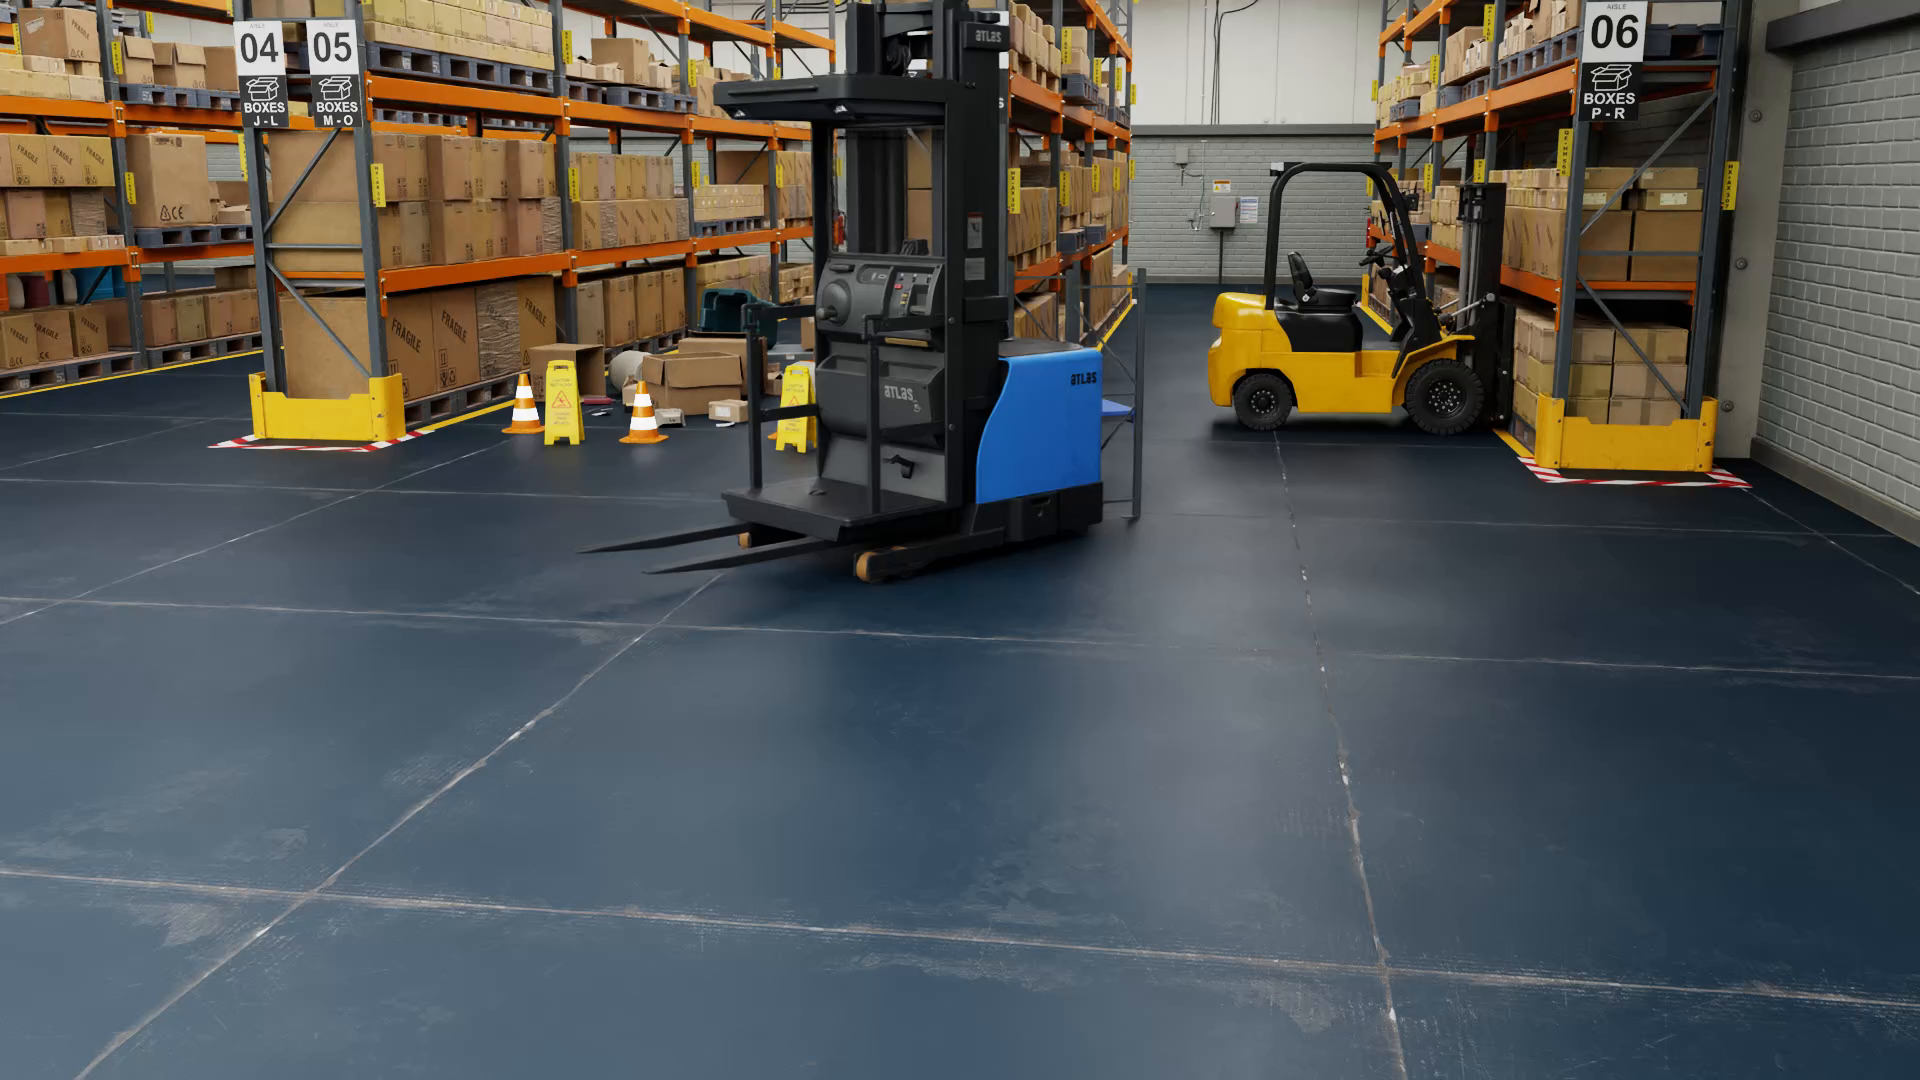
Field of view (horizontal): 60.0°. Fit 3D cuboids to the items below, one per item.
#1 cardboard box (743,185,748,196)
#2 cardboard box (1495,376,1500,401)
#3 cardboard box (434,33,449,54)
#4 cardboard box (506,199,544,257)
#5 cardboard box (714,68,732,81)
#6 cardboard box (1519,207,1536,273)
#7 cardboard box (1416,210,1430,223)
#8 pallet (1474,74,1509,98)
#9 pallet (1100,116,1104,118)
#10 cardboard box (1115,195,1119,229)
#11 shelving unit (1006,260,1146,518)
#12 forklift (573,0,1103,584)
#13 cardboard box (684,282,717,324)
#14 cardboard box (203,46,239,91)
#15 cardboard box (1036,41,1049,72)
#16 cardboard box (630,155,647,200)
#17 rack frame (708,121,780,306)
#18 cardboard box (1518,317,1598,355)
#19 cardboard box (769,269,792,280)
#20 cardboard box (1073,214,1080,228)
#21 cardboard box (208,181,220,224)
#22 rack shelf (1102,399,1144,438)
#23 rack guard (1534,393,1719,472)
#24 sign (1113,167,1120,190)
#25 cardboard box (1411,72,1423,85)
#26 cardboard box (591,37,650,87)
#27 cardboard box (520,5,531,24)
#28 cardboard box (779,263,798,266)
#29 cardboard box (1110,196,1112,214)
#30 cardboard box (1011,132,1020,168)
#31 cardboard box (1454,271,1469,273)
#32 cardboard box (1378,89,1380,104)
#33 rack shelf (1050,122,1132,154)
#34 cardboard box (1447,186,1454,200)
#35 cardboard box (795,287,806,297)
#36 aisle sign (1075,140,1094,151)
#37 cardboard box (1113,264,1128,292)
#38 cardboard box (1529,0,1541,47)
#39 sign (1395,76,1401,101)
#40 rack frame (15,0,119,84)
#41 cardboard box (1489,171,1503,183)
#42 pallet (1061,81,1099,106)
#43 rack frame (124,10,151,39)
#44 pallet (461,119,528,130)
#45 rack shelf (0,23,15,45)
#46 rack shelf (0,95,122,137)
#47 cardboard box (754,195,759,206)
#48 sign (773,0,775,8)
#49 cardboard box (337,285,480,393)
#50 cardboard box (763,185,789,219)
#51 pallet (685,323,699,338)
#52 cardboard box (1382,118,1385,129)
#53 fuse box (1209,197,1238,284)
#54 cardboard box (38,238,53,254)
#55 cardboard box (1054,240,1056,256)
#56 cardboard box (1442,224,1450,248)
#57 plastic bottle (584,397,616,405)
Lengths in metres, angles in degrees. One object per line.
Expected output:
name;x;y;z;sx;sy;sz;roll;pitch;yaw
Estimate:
cardboard box;-3.196;-4.919;23.387;0.380;0.149;0.250;2;12;8
cardboard box;4.751;-1.288;13.880;0.500;0.250;0.500;2;12;10
cardboard box;-4.526;-4.171;13.971;0.380;0.149;0.250;2;12;9
cardboard box;-4.542;-3.016;16.012;0.875;0.550;0.550;2;12;9
cardboard box;-3.572;-6.205;22.804;0.797;0.503;0.637;2;12;8
cardboard box;4.745;-2.377;13.166;0.500;0.500;0.500;2;12;8
cardboard box;5.714;-3.900;20.069;0.380;0.149;0.250;2;12;10
pallet;5.500;-4.392;16.089;0.805;0.209;1.217;1;12;6
pallet;1.302;-5.571;21.552;1.003;0.211;1.213;2;12;11
cardboard box;2.114;-4.904;24.890;0.500;0.500;0.500;2;12;9
shelving unit;0.700;-0.962;10.395;0.538;1.500;1.048;-4;13;-18
forklift;-0.585;-1.332;8.715;3.031;2.935;1.130;-11;17;-42
cardboard box;-3.459;-3.090;21.648;0.500;0.500;0.500;1;12;6
cardboard box;-8.691;-5.592;19.777;0.500;0.500;0.500;2;12;10
cardboard box;0.500;-4.223;14.497;0.500;0.250;0.500;2;12;8
cardboard box;-4.052;-4.200;19.251;0.700;0.500;0.500;2;12;8
rack frame;-3.205;-4.800;24.648;1.000;3.000;0.127;2;12;9
cardboard box;4.597;-1.565;12.793;0.500;0.250;0.500;2;12;10
cardboard box;-2.838;-4.132;25.907;0.380;0.149;0.250;2;12;7
cardboard box;1.097;-3.453;17.997;0.380;0.149;0.250;2;12;11
cardboard box;-9.145;-3.936;19.397;0.797;0.503;0.637;3;13;14
rack shelf;0.700;-0.786;10.433;0.538;0.185;1.000;-4;13;-18
rack guard;4.758;-0.776;11.907;1.175;0.500;0.348;2;12;9
sign;2.240;-5.173;23.815;0.100;0.325;0.005;2;12;9
cardboard box;5.949;-5.874;21.164;0.380;0.149;0.250;2;12;9
cardboard box;-3.811;-5.366;18.681;0.500;0.500;0.500;2;12;9
cardboard box;-4.255;-4.931;15.604;0.380;0.149;0.250;2;12;9
cardboard box;-2.929;-4.576;27.965;0.380;0.149;0.250;2;12;10
cardboard box;1.874;-4.732;23.502;0.500;0.250;0.500;2;12;9
cardboard box;0.190;-3.594;15.734;0.700;0.500;0.500;2;12;8
cardboard box;6.610;-3.393;21.514;0.380;0.149;0.250;1;12;6
cardboard box;6.906;-7.032;26.347;0.500;0.250;0.500;2;12;8
rack shelf;2.010;-6.192;25.693;1.077;0.370;4.000;2;12;9
cardboard box;5.570;-3.813;18.288;0.380;0.149;0.250;2;12;9
cardboard box;-2.672;-3.949;26.466;0.380;0.149;0.250;2;12;7
aisle sign;2.042;-6.789;27.704;0.394;0.787;0.004;2;12;9
cardboard box;2.314;-4.306;27.438;0.875;0.438;0.875;1;12;7
cardboard box;4.973;-4.204;13.283;0.797;0.503;0.637;2;12;10
sign;6.070;-6.236;22.962;0.100;0.325;0.005;2;12;9
rack frame;-9.321;-6.249;17.131;1.000;3.000;0.127;2;12;9
cardboard box;5.035;-3.290;15.157;0.380;0.149;0.250;2;12;10
pallet;0.828;-4.711;17.560;1.213;0.211;1.003;2;12;9
rack frame;-12.984;-8.075;25.604;1.000;3.000;0.127;2;12;9
pallet;-7.764;-6.828;27.148;1.003;0.211;1.213;2;12;9
rack shelf;-13.292;-7.112;23.790;1.077;0.370;4.000;2;12;9
rack shelf;-9.628;-4.015;15.591;1.077;0.370;4.000;2;12;9
cardboard box;-3.110;-4.884;23.930;0.380;0.149;0.250;2;12;9
sign;-3.126;-9.079;27.854;0.100;0.325;0.005;2;12;9
cardboard box;-4.878;-1.795;14.751;0.875;0.875;0.875;2;12;8
cardboard box;-2.880;-5.090;25.046;0.500;0.500;0.500;2;12;8
pallet;-3.698;-2.767;21.832;1.003;0.211;1.213;2;12;9
cardboard box;6.700;-6.407;25.578;0.380;0.149;0.250;2;12;8
fuse box;5.214;-5.940;32.994;0.539;1.711;0.414;2;12;9
cardboard box;-9.306;-2.934;16.586;0.380;0.149;0.250;2;12;9
cardboard box;0.723;-2.796;15.944;0.380;0.149;0.250;2;12;8
cardboard box;5.528;-3.298;18.035;0.500;0.250;0.500;1;12;7
plastic bottle;-3.306;-1.278;15.277;0.283;0.061;0.133;-2;12;-11
